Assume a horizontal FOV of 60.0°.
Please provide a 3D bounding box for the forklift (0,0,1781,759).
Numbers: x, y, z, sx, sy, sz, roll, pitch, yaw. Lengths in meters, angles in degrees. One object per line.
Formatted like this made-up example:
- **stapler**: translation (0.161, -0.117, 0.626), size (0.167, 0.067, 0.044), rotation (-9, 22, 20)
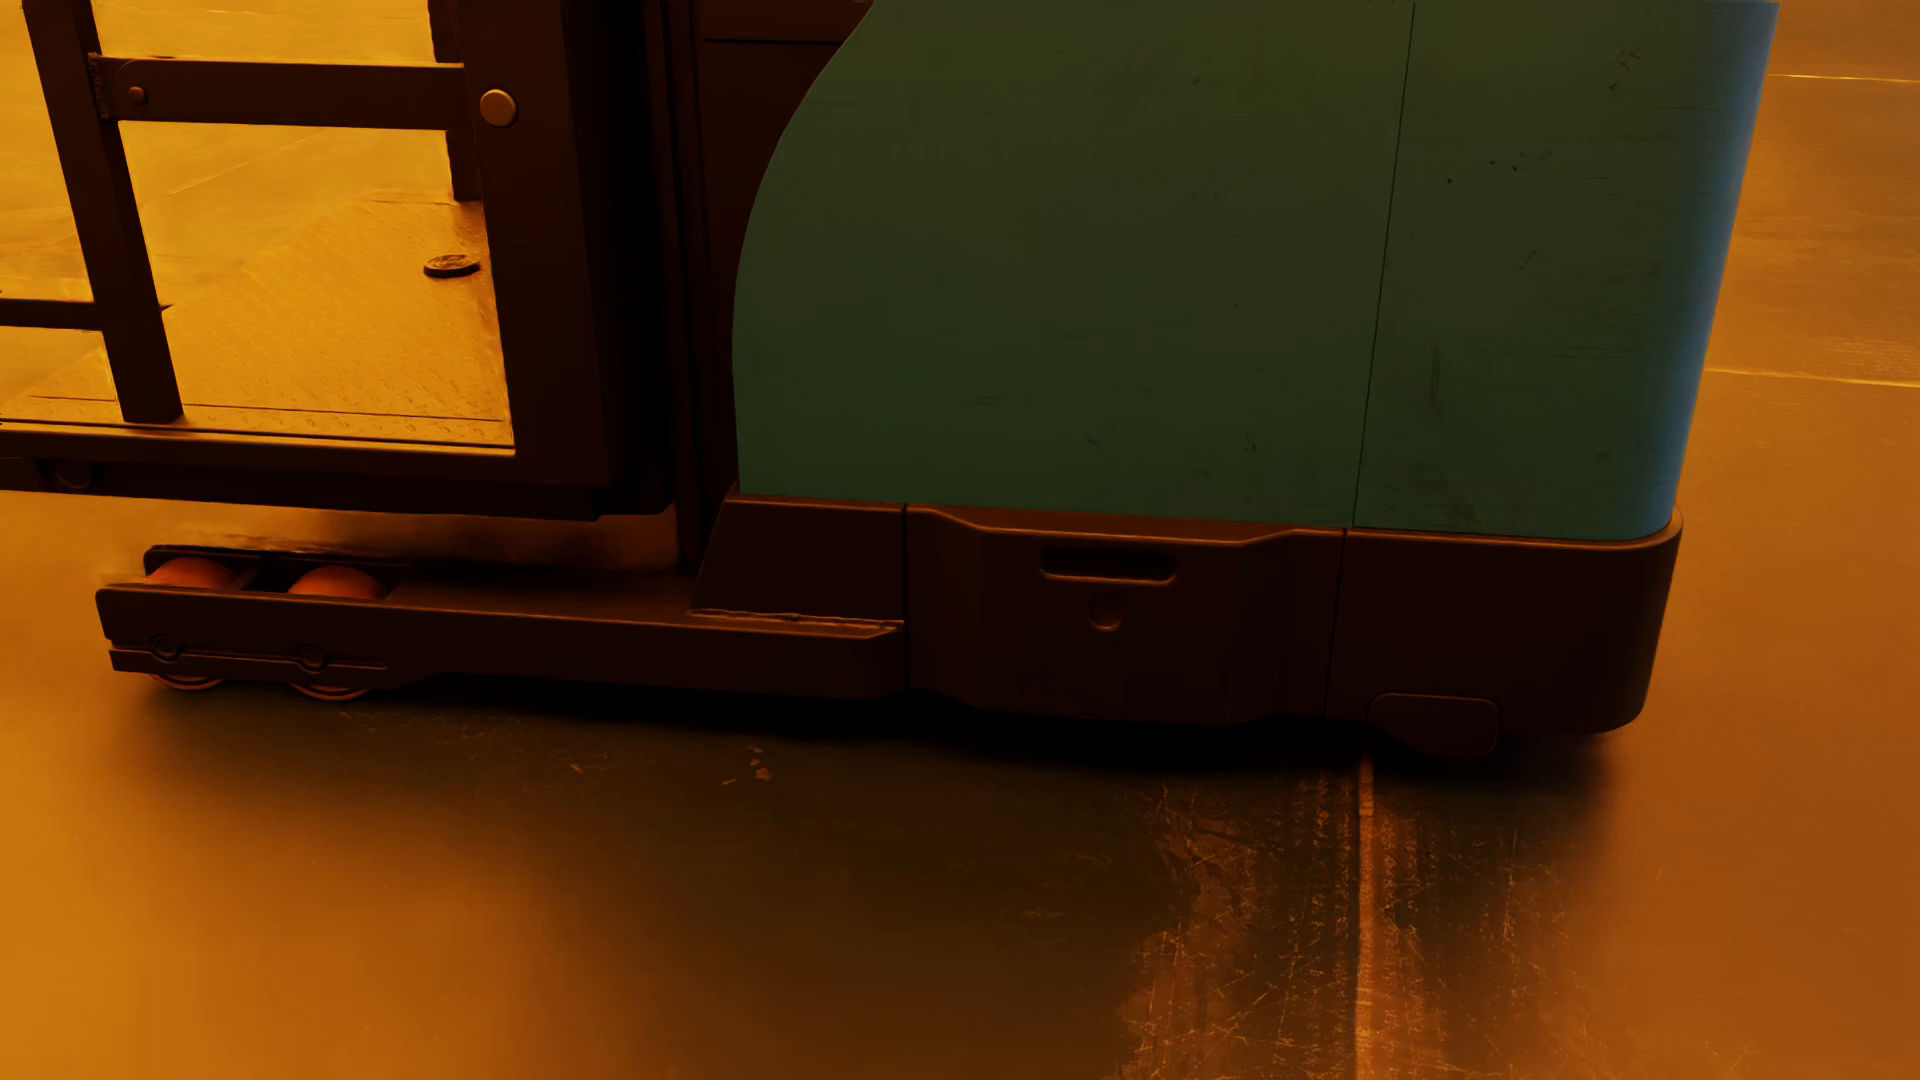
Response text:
- **forklift**: translation (-0.637, -1.338, 1.898), size (3.031, 2.935, 1.130), rotation (3, 27, 7)
